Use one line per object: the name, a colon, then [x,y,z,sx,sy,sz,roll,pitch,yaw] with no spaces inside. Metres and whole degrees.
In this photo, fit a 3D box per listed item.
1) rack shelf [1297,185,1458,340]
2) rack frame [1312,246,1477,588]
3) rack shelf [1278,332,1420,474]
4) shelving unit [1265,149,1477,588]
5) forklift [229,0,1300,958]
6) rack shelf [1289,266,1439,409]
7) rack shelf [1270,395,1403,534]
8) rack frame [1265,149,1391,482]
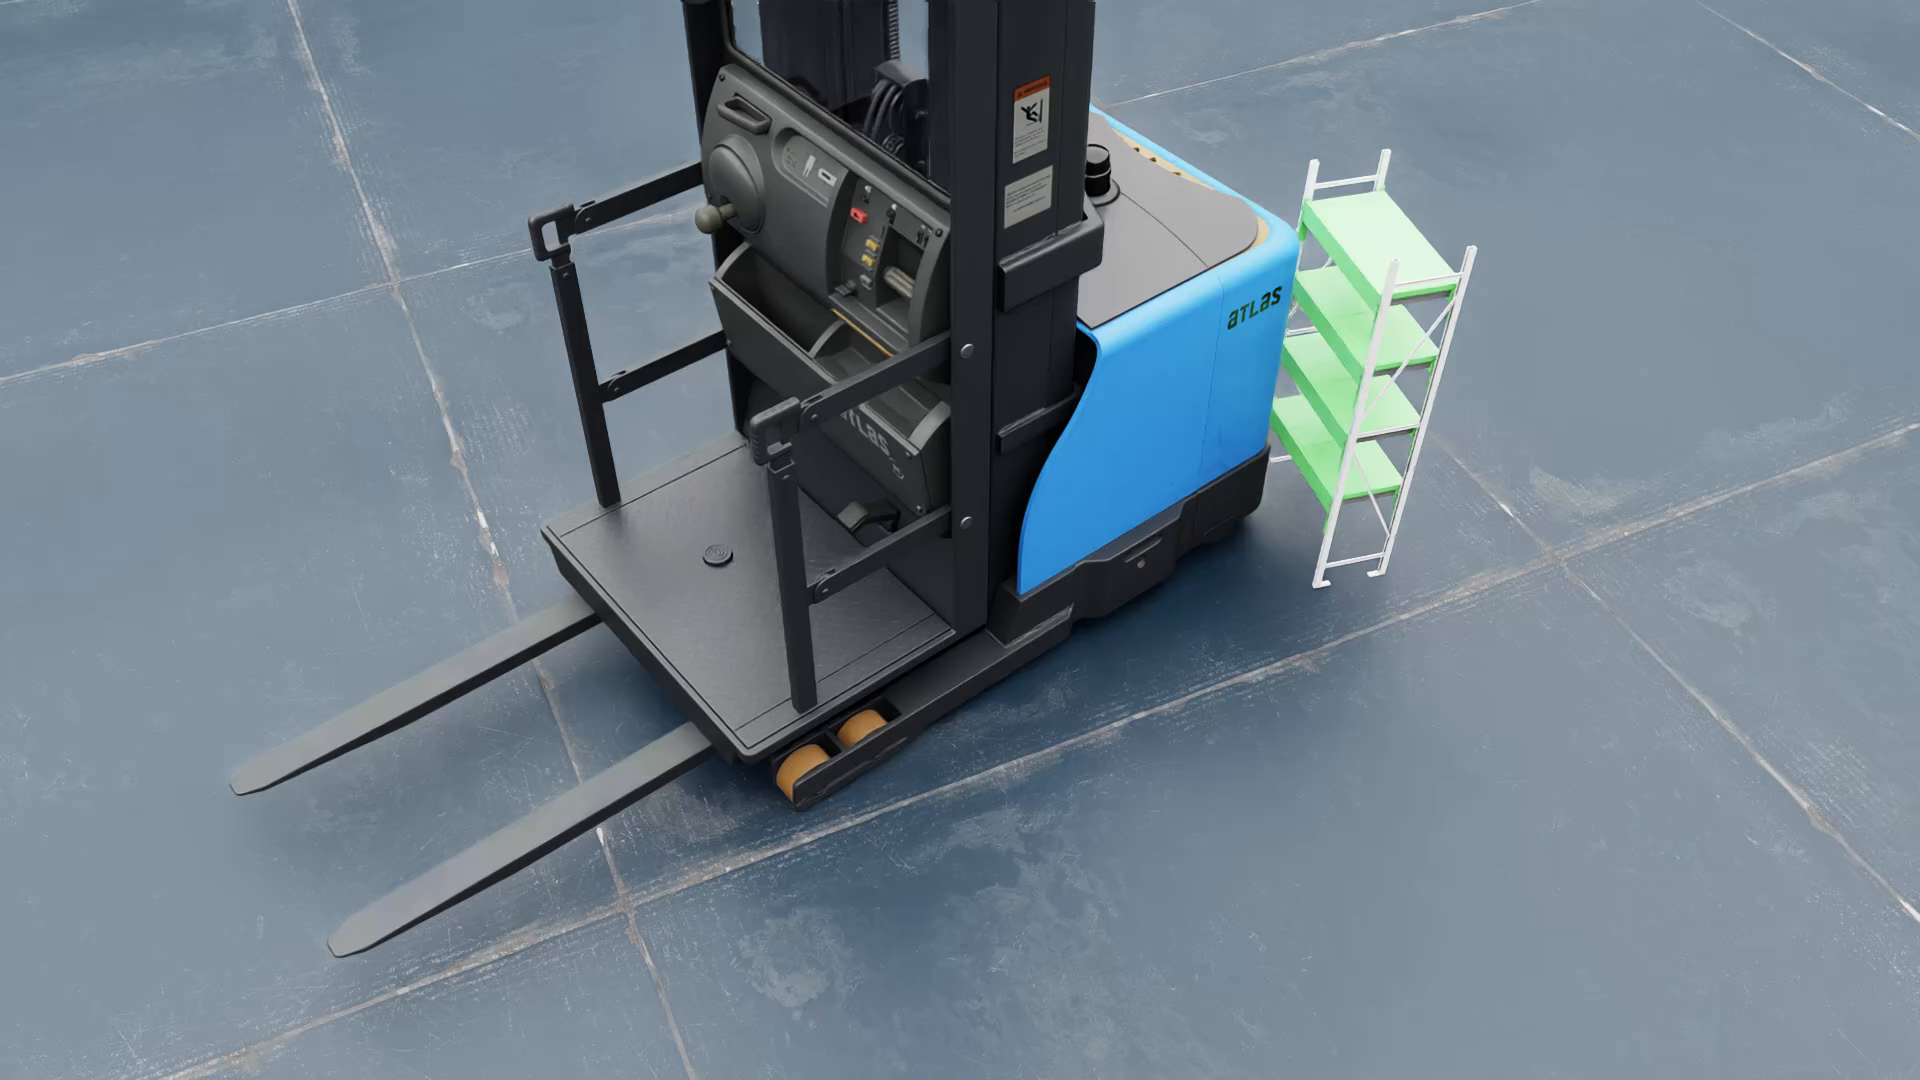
rack shelf: [1.150,-0.770,4.580,0.258,0.148,0.480,-11,46,-12]
rack frame: [1.210,-0.308,4.704,0.240,1.200,0.015,-11,46,-12]
rack shelf: [1.140,-0.427,4.915,0.258,0.148,0.480,-11,46,-12]
shelving unit: [1.142,-0.473,4.871,0.258,1.200,0.503,-11,46,-12]
forklift: [-0.505,-0.746,3.919,3.031,2.935,1.130,-30,52,-27]
rack shelf: [1.145,-0.599,4.748,0.258,0.148,0.480,-11,46,-12]
rack shelf: [1.135,-0.255,5.083,0.258,0.148,0.480,-11,46,-12]
rack frame: [1.074,-0.637,5.037,0.240,1.200,0.015,-11,46,-12]
